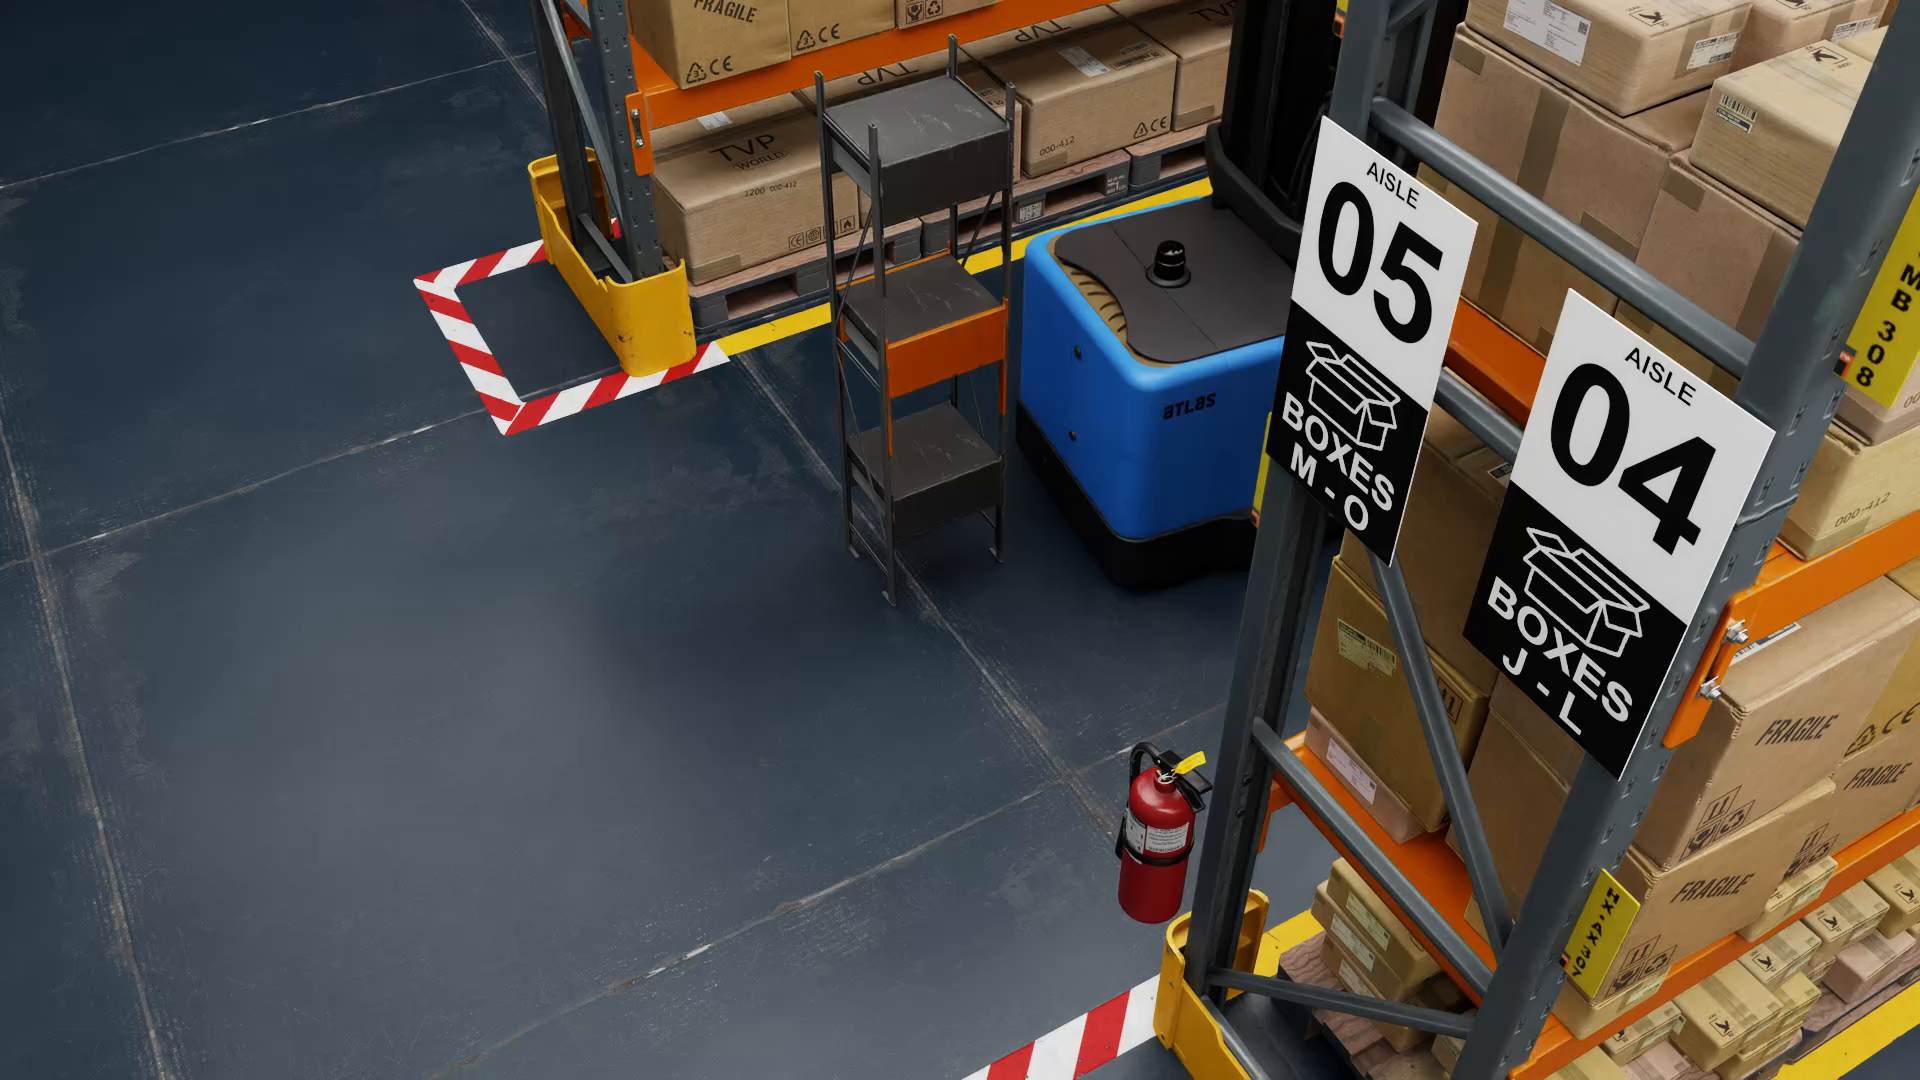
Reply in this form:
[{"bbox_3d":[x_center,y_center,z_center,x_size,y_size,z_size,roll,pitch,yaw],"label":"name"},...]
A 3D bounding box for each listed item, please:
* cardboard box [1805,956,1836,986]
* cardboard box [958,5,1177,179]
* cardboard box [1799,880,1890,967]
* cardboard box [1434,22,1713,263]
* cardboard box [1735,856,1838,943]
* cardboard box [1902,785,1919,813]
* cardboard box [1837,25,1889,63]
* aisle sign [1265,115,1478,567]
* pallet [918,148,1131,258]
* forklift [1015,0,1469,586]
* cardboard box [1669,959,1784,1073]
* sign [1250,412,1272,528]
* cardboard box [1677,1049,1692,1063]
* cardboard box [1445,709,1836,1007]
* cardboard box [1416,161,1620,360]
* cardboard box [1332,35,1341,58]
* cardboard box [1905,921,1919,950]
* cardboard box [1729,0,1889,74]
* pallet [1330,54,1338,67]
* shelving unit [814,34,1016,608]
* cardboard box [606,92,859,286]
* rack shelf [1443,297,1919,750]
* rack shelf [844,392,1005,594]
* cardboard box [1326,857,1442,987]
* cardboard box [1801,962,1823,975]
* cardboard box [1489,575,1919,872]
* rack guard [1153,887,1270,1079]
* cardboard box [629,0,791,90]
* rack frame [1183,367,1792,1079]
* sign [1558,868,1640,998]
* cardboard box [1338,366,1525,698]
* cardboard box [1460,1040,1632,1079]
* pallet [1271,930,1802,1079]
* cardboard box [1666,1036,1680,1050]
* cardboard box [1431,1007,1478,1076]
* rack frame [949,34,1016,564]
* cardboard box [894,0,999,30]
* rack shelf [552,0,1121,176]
[{"bbox_3d":[2.414,1.225,5.079,0.250,0.149,0.380,-22,48,-21],"label":"cardboard box"},{"bbox_3d":[0.493,-2.369,8.575,0.875,0.438,0.875,-23,49,-22],"label":"cardboard box"},{"bbox_3d":[2.456,1.018,4.866,0.250,0.149,0.380,-20,48,-19],"label":"cardboard box"},{"bbox_3d":[1.225,-0.775,2.990,0.500,0.250,0.500,-23,49,-22],"label":"cardboard box"},{"bbox_3d":[1.856,0.742,4.012,0.250,0.149,0.380,-23,49,-22],"label":"cardboard box"},{"bbox_3d":[2.361,0.245,4.058,0.500,0.500,0.500,-21,48,-20],"label":"cardboard box"},{"bbox_3d":[1.576,-0.657,2.582,0.250,0.149,0.380,-20,48,-19],"label":"cardboard box"},{"bbox_3d":[0.739,-0.349,3.089,0.004,0.787,0.394,-22,48,-21],"label":"aisle sign"},{"bbox_3d":[0.109,-1.958,8.616,1.213,0.211,1.003,-22,48,-21],"label":"pallet"},{"bbox_3d":[1.802,-1.546,6.238,3.031,2.935,1.130,-16,47,-16],"label":"forklift"},{"bbox_3d":[2.037,1.244,4.633,0.250,0.149,0.380,-22,48,-21],"label":"cardboard box"},{"bbox_3d":[0.693,-0.131,3.673,0.005,0.325,0.100,-22,48,-21],"label":"sign"},{"bbox_3d":[1.964,1.394,4.906,0.250,0.149,0.380,-21,48,-21],"label":"cardboard box"},{"bbox_3d":[1.479,0.609,3.684,0.500,0.500,0.500,-20,47,-19],"label":"cardboard box"},{"bbox_3d":[1.215,-0.600,3.168,0.500,0.250,0.500,-23,49,-22],"label":"cardboard box"},{"bbox_3d":[2.364,-3.253,9.173,0.875,0.875,0.875,-20,48,-20],"label":"cardboard box"},{"bbox_3d":[2.900,1.079,5.230,0.250,0.149,0.380,-22,48,-21],"label":"cardboard box"},{"bbox_3d":[1.346,-0.937,2.870,0.250,0.149,0.380,-21,48,-20],"label":"cardboard box"},{"bbox_3d":[2.498,-2.914,9.601,1.213,0.211,1.003,-22,48,-21],"label":"pallet"},{"bbox_3d":[-0.144,-0.696,5.960,0.503,2.100,0.431,-22,48,-21],"label":"shelving unit"},{"bbox_3d":[-1.079,-1.734,7.922,0.875,0.438,0.875,-23,49,-22],"label":"cardboard box"},{"bbox_3d":[2.686,-0.772,3.754,4.000,0.370,1.077,-22,48,-21],"label":"rack shelf"},{"bbox_3d":[-0.144,-0.184,6.457,0.480,0.518,0.431,-22,48,-21],"label":"rack shelf"},{"bbox_3d":[1.285,1.062,4.820,0.250,0.149,0.380,-21,48,-20],"label":"cardboard box"},{"bbox_3d":[2.427,1.107,4.988,0.250,0.149,0.380,-24,49,-23],"label":"cardboard box"},{"bbox_3d":[1.474,0.243,3.342,0.500,0.500,0.500,-22,48,-21],"label":"cardboard box"},{"bbox_3d":[1.018,1.611,4.731,0.348,0.500,1.175,-22,48,-21],"label":"rack guard"},{"bbox_3d":[-1.042,-2.243,6.836,0.500,0.500,0.500,-22,48,-21],"label":"cardboard box"},{"bbox_3d":[0.952,0.740,3.833,0.127,3.000,1.000,-22,48,-21],"label":"rack frame"},{"bbox_3d":[1.223,0.757,3.194,0.005,0.325,0.100,-22,48,-21],"label":"sign"},{"bbox_3d":[1.225,-0.070,3.665,0.500,0.500,0.500,-23,49,-22],"label":"cardboard box"},{"bbox_3d":[1.576,1.422,4.449,0.250,0.149,0.380,-24,49,-23],"label":"cardboard box"},{"bbox_3d":[1.740,1.454,5.100,1.213,0.211,1.003,-22,48,-21],"label":"pallet"},{"bbox_3d":[1.968,1.280,4.809,0.250,0.149,0.380,-21,48,-20],"label":"cardboard box"},{"bbox_3d":[1.534,1.479,4.604,0.250,0.149,0.380,-20,48,-19],"label":"cardboard box"},{"bbox_3d":[0.068,-0.781,6.047,0.015,2.100,0.400,-22,48,-21],"label":"rack frame"},{"bbox_3d":[-0.168,-2.601,7.204,0.500,0.500,0.500,-22,48,-21],"label":"cardboard box"},{"bbox_3d":[0.133,-2.650,7.843,4.000,0.370,1.077,-22,48,-21],"label":"rack shelf"}]
